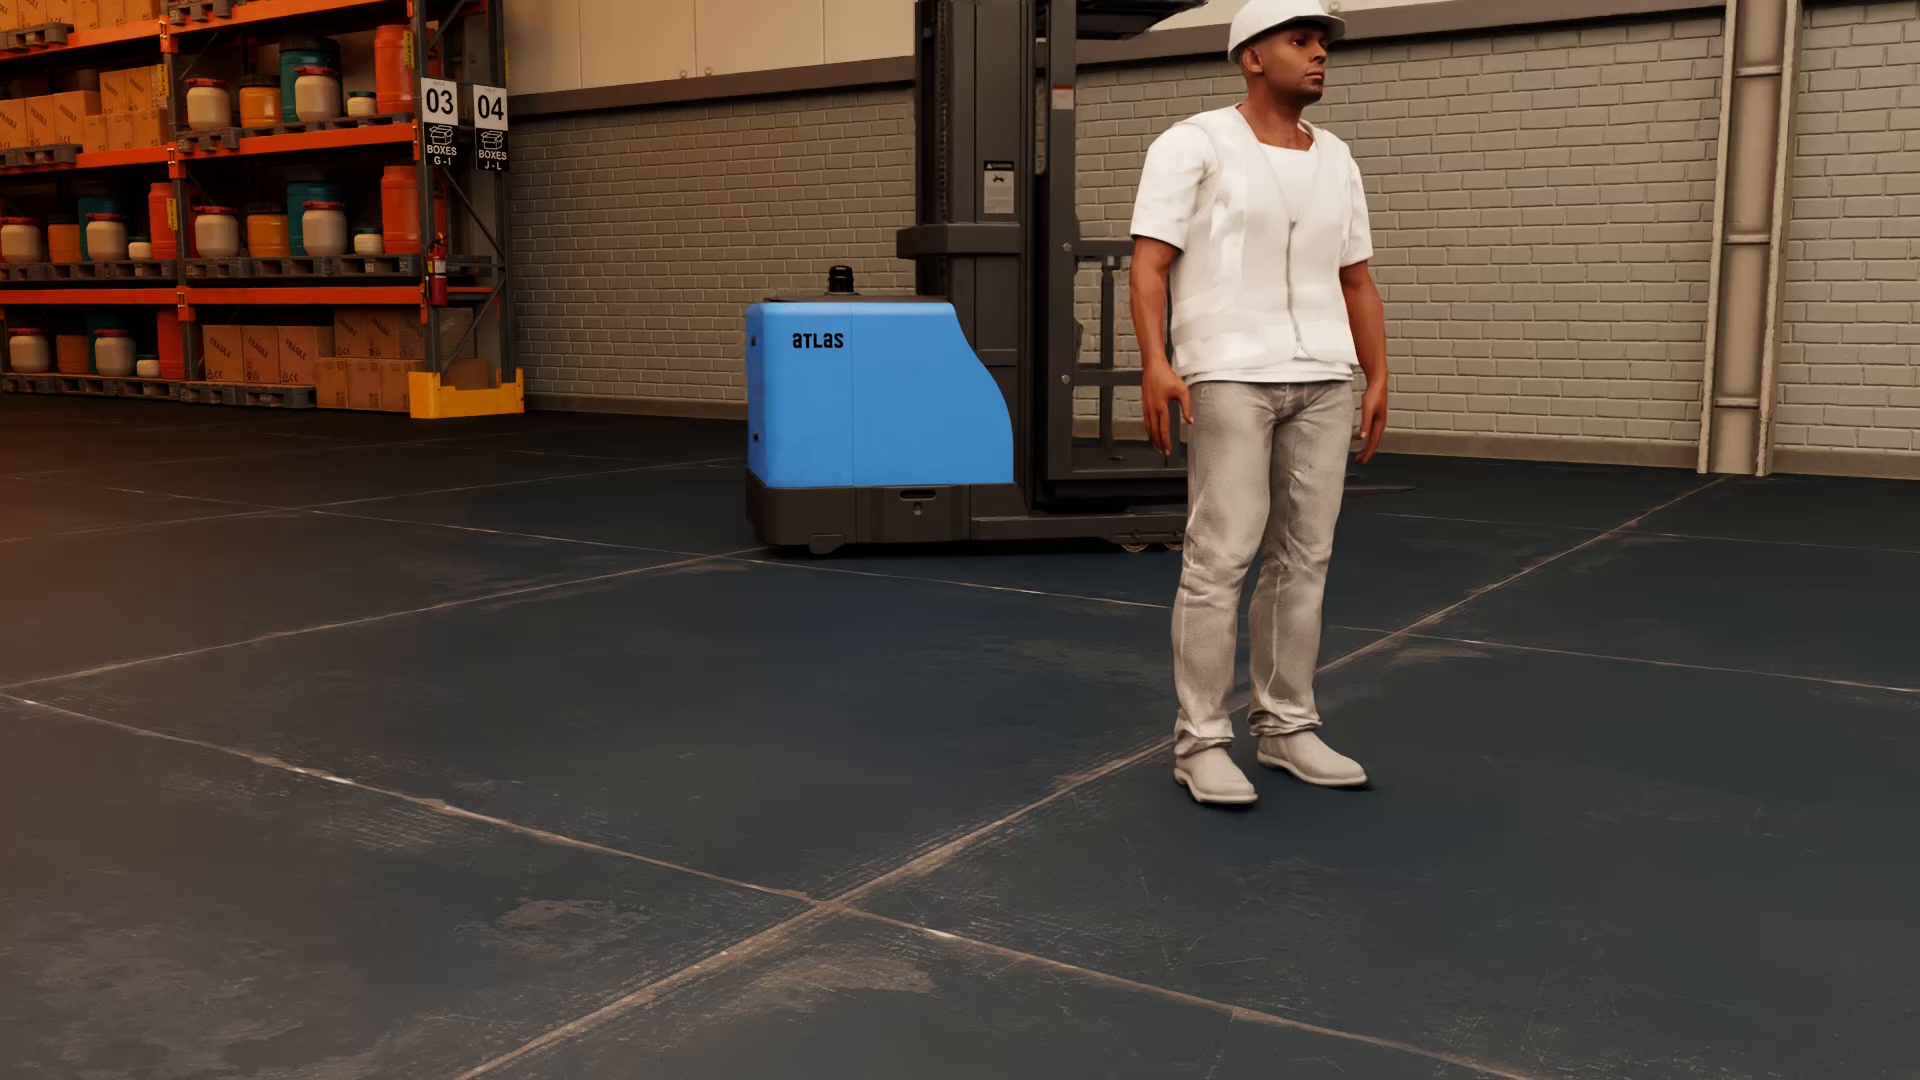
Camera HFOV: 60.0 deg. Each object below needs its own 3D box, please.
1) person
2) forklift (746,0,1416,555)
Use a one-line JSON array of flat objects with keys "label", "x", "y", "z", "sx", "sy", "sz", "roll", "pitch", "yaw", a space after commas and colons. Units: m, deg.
[{"label": "person", "x": 0.685, "y": -0.381, "z": 3.786, "sx": 0.663, "sy": 1.712, "sz": 0.377, "roll": -3, "pitch": 9, "yaw": -22}, {"label": "forklift", "x": 0.565, "y": -1.471, "z": 7.538, "sx": 3.031, "sy": 2.935, "sz": 1.130, "roll": -2, "pitch": 8, "yaw": -12}]
